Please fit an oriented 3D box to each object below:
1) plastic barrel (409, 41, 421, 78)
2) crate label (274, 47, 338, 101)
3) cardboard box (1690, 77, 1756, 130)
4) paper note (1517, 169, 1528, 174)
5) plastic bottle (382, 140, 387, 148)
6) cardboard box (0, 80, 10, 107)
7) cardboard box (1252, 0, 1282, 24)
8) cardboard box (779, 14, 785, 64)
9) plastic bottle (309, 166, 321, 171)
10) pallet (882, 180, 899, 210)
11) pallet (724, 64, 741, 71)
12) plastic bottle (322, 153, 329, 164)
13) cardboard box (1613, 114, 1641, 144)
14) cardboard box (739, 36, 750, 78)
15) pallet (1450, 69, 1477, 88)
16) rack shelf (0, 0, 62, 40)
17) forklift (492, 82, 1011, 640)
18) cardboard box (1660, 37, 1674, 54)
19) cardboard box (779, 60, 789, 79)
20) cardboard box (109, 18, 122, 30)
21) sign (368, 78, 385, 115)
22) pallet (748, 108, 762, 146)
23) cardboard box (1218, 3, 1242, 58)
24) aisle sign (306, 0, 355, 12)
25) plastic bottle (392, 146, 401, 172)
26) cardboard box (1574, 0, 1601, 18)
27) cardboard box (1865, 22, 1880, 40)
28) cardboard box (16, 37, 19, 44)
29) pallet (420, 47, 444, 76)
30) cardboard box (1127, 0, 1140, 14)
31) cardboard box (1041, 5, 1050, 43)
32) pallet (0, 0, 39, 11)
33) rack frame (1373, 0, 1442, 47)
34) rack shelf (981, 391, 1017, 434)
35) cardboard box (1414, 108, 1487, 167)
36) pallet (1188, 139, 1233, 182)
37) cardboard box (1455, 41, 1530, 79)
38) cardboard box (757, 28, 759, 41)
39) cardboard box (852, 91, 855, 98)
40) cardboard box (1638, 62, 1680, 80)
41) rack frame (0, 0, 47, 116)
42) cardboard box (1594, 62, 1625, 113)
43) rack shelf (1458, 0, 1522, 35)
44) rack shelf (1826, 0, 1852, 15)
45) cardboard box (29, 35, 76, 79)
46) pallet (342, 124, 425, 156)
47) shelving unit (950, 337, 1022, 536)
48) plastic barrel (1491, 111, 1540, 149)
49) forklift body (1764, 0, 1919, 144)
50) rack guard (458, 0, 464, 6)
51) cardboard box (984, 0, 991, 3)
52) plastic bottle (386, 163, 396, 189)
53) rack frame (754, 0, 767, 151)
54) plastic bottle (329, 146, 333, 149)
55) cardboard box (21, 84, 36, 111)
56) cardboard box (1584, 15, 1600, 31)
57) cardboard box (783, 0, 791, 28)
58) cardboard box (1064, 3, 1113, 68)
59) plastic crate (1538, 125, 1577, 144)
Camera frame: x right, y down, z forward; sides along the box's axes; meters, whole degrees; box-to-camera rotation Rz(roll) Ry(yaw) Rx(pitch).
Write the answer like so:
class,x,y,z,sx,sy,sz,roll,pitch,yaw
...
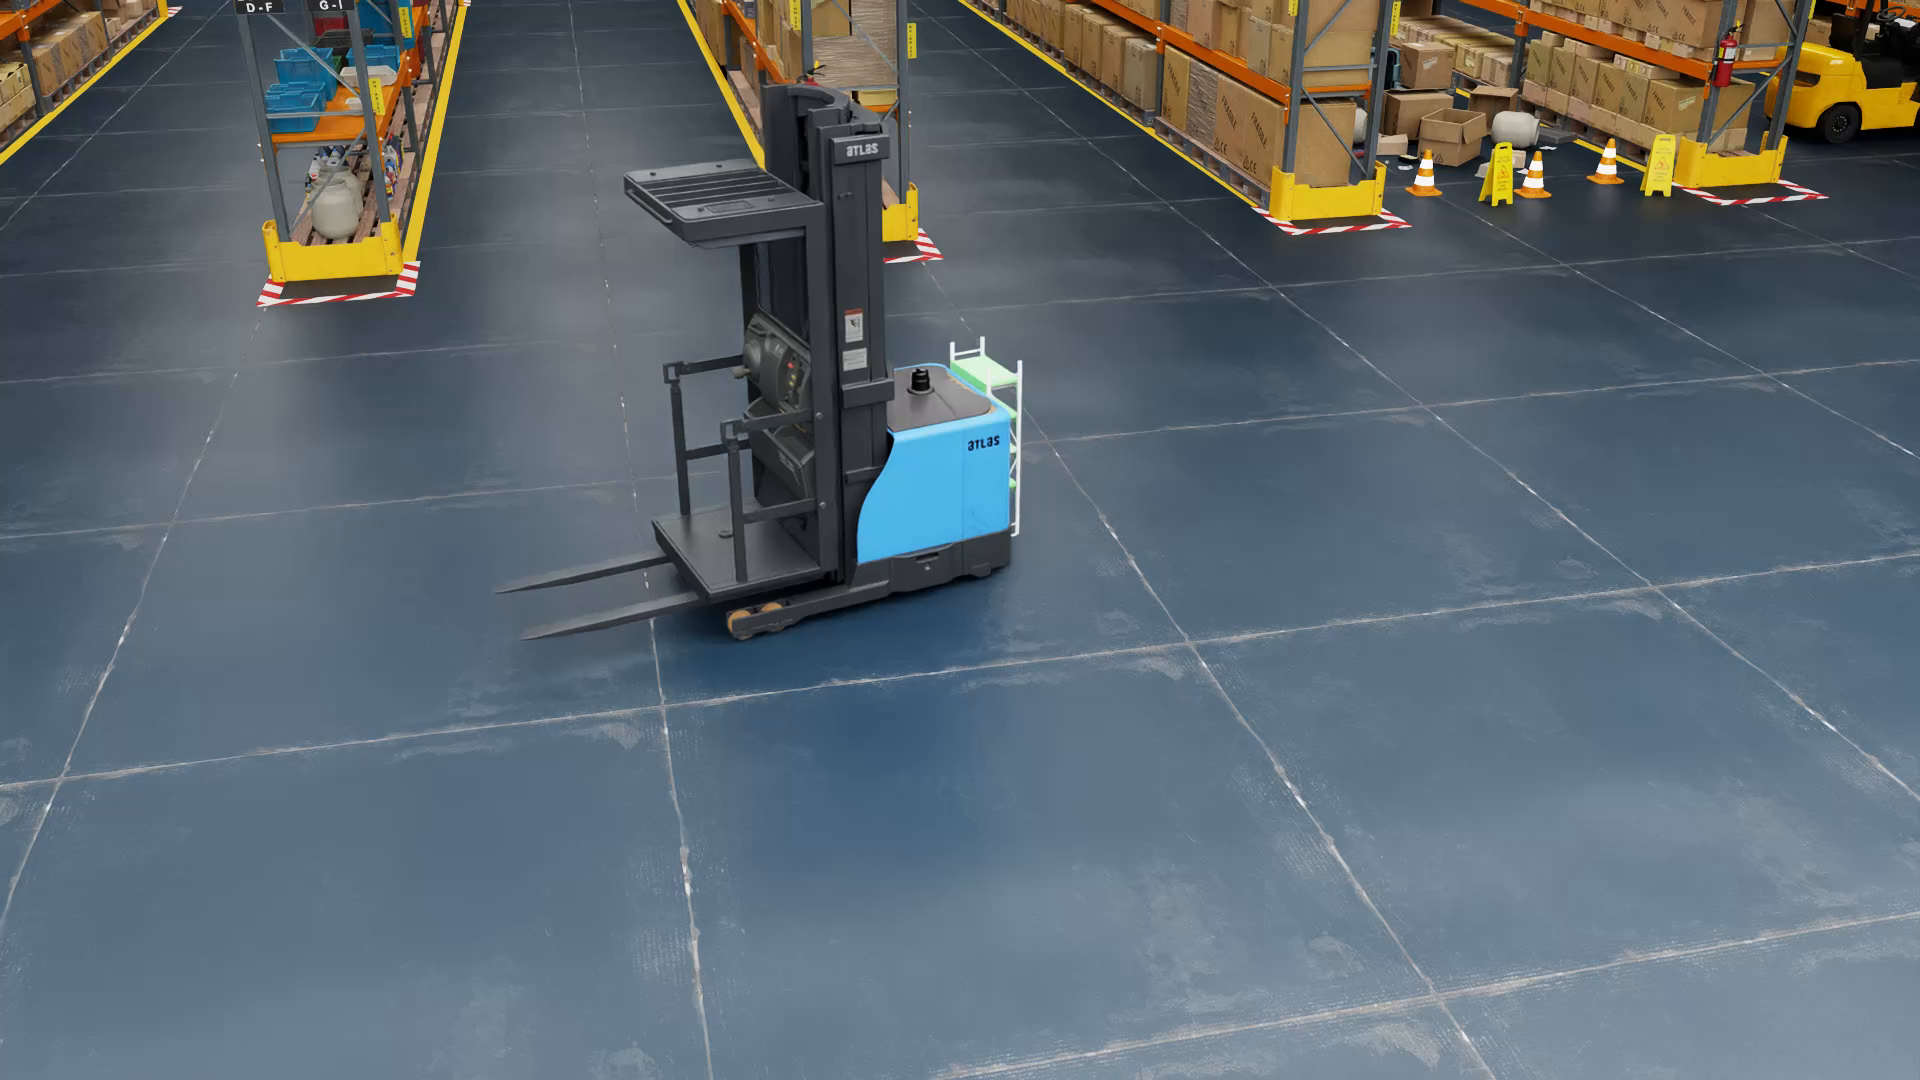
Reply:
class,x,y,z,sx,sy,sz,roll,pitch,yaw
plastic barrel,-7.755,-6.786,22.808,0.600,0.830,0.708,-6,27,-12
crate label,-6.504,-4.639,16.572,0.502,0.435,0.616,-6,27,-12
cardboard box,8.737,-5.039,19.158,0.500,0.500,0.500,-7,28,-13
paper note,6.503,-4.239,19.115,0.148,0.019,0.142,-16,31,-29
plastic bottle,-6.441,-4.344,18.479,0.144,0.351,0.185,-6,27,-12
cardboard box,-11.863,-5.409,20.101,0.500,0.311,0.500,-6,27,-12
cardboard box,3.596,-5.753,17.453,0.875,0.550,0.550,-6,27,-12
cardboard box,-1.397,-5.198,17.279,0.875,0.500,0.500,-6,27,-12
plastic bottle,-6.728,-3.759,17.403,0.152,0.276,0.135,-7,28,-13
pallet,-1.166,-3.494,17.438,1.003,0.211,1.213,-6,27,-12
pallet,-2.907,-6.966,24.318,1.003,0.211,1.213,-6,27,-12
plastic bottle,-6.837,-4.037,17.958,0.097,0.271,0.097,0,27,0
cardboard box,8.102,-4.867,19.650,0.500,0.250,0.500,-6,27,-11
cardboard box,-2.632,-6.646,22.874,0.700,0.500,0.500,-7,28,-14
pallet,7.298,-6.741,23.871,1.003,0.211,1.213,-6,27,-12
rack shelf,-12.906,-7.410,22.900,1.077,0.370,4.000,-6,27,-12
forklift,-1.233,-1.004,9.487,3.031,2.935,1.130,-13,30,-24
cardboard box,8.160,-5.597,18.788,0.380,0.149,0.250,-6,27,-12
cardboard box,-1.706,-4.985,17.577,0.380,0.149,0.250,-6,27,-12
cardboard box,-13.445,-8.126,26.176,0.380,0.166,0.250,-6,27,-12
sign,-5.289,-4.020,15.078,0.100,0.325,0.005,-6,27,-12
pallet,-2.078,-5.198,20.814,1.003,0.211,1.213,-6,27,-12
cardboard box,3.419,-5.756,18.659,0.875,0.550,0.500,-6,27,-12
aisle sign,-5.524,-5.001,14.444,0.394,0.787,0.004,-6,27,-12
plastic bottle,-6.180,-4.177,18.223,0.061,0.283,0.133,-4,27,-8
cardboard box,7.818,-6.624,20.103,0.500,0.500,0.500,-6,27,-12
cardboard box,12.392,-6.775,22.321,0.500,0.250,0.500,-6,27,-12
cardboard box,-13.011,-6.548,22.679,0.500,0.500,0.500,-7,28,-13
pallet,-8.118,-6.986,24.357,1.003,0.211,1.213,-6,27,-12
cardboard box,2.462,-7.029,21.236,0.500,0.500,0.500,-6,27,-12
cardboard box,1.536,-7.879,25.339,0.500,0.500,0.500,-5,27,-10
pallet,-12.676,-7.058,21.617,1.213,0.211,1.003,-6,27,-12
rack frame,6.852,-8.864,24.982,1.000,3.000,0.127,-6,27,-12
rack shelf,0.161,-0.802,10.617,0.258,0.148,0.480,-13,30,-24
cardboard box,5.793,-4.751,19.605,0.637,0.503,0.797,19,32,32
pallet,3.327,-4.437,19.307,1.003,0.211,1.213,-6,27,-12
cardboard box,7.468,-6.667,23.081,0.950,0.372,0.625,-4,27,-8
cardboard box,-2.146,-5.864,19.318,0.380,0.149,0.250,-6,27,-12
cardboard box,-0.870,-4.494,16.604,0.380,0.149,0.250,-6,27,-12
cardboard box,8.072,-5.416,19.184,0.380,0.149,0.250,-5,27,-10
rack frame,-12.455,-6.853,20.999,1.000,3.000,0.127,-6,27,-12
cardboard box,7.993,-5.423,19.918,0.500,0.500,0.500,-7,28,-13
rack shelf,7.303,-7.665,23.405,1.077,0.370,4.000,-6,27,-12
rack shelf,12.138,-8.170,24.407,1.077,0.370,4.000,-6,27,-12
cardboard box,-12.511,-6.612,22.808,0.500,0.500,0.500,-6,27,-12
pallet,-6.942,-4.694,19.816,1.003,0.211,1.213,-6,27,-12
shelving unit,0.161,-0.645,10.697,0.258,1.200,0.503,-13,30,-24
plastic barrel,6.715,-4.955,20.096,0.512,0.421,0.421,13,30,24
forklift body,11.286,-6.126,20.499,2.313,2.155,1.214,-6,27,-12
rack guard,-9.449,-9.760,29.532,1.175,0.500,0.348,-6,27,-12
cardboard box,0.631,-9.357,28.657,0.380,0.149,0.250,-7,28,-13
plastic bottle,-6.030,-3.843,17.574,0.097,0.271,0.097,0,27,0
rack frame,-1.901,-6.101,19.509,1.000,3.000,0.127,-6,27,-12
plastic bottle,-6.983,-4.255,18.386,0.152,0.276,0.135,-5,27,-10
cardboard box,-12.099,-5.607,21.115,0.500,0.250,0.500,-5,27,-10
cardboard box,7.791,-6.262,20.107,0.380,0.149,0.250,-6,27,-11
cardboard box,-1.483,-5.404,16.578,0.500,0.500,0.500,-6,27,-12
cardboard box,2.102,-7.223,23.763,1.050,0.750,0.750,-6,27,-12
plastic crate,7.309,-5.032,20.630,0.402,0.080,0.583,-16,31,-29
